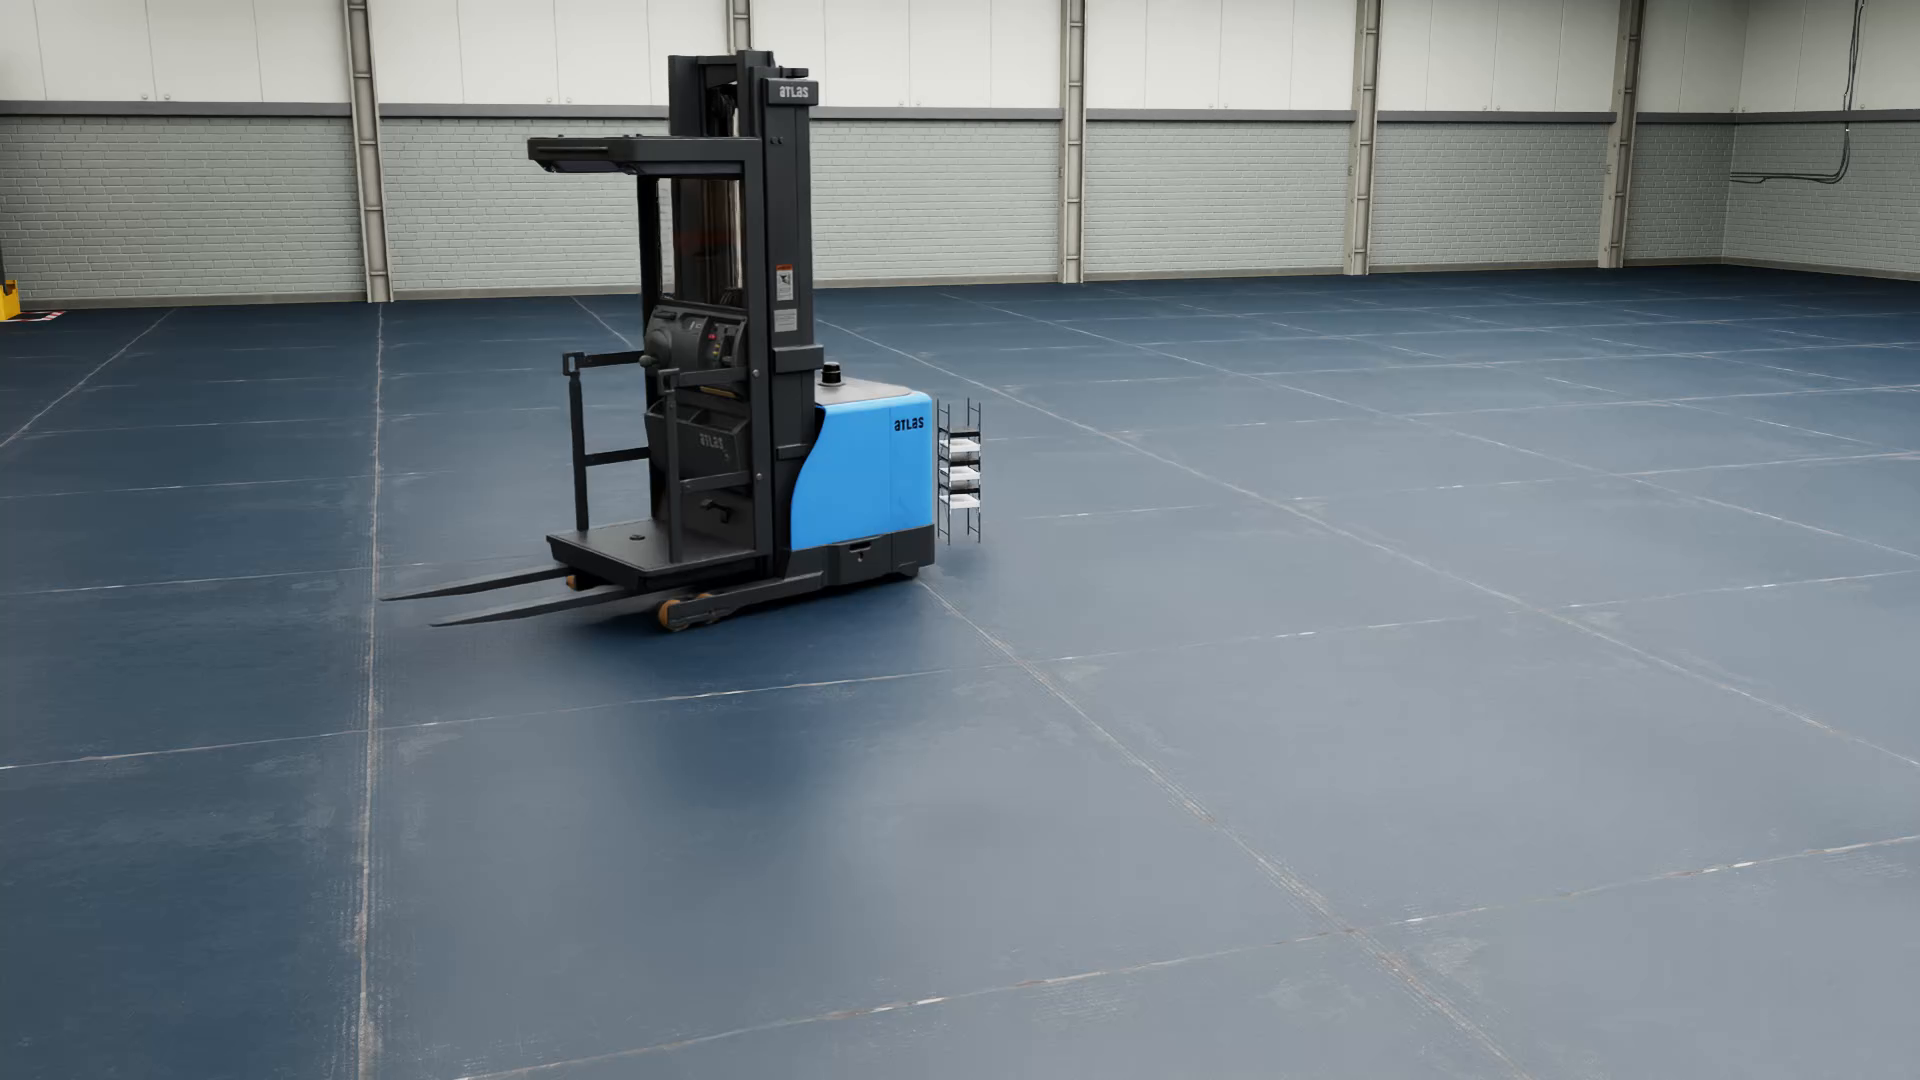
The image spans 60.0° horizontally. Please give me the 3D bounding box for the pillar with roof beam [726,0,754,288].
[{"bbox_3d":[-2.289,-7.729,23.691,0.400,9.000,9.100,-4,14,-18],"label":"pillar with roof beam"}]

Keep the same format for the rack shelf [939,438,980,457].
[{"bbox_3d":[-0.008,-0.580,10.502,0.200,0.077,0.258,-4,14,-18],"label":"rack shelf"}]

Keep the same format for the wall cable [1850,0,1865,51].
[{"bbox_3d":[17.474,-10.282,30.221,0.112,2.526,3.097,-4,14,-18],"label":"wall cable"}]

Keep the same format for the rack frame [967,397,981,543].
[{"bbox_3d":[0.089,-0.445,10.568,0.006,0.900,0.240,-4,14,-18],"label":"rack frame"}]

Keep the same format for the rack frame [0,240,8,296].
[{"bbox_3d":[-14.088,-4.723,24.016,0.127,3.000,1.000,-4,14,-18],"label":"rack frame"}]

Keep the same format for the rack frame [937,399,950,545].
[{"bbox_3d":[-0.104,-0.430,10.505,0.006,0.900,0.240,-4,14,-18],"label":"rack frame"}]

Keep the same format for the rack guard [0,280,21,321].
[{"bbox_3d":[-14.066,-3.509,24.313,0.348,0.500,1.175,-4,14,-18],"label":"rack guard"}]

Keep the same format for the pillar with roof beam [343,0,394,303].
[{"bbox_3d":[-7.976,-7.286,21.829,0.400,9.000,9.100,-4,14,-18],"label":"pillar with roof beam"}]

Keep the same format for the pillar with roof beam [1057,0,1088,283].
[{"bbox_3d":[3.397,-8.172,25.553,0.400,9.000,9.100,-4,14,-18],"label":"pillar with roof beam"}]

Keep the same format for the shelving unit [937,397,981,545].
[{"bbox_3d":[-0.008,-0.437,10.536,0.210,0.900,0.258,-4,14,-18],"label":"shelving unit"}]

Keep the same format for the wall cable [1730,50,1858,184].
[{"bbox_3d":[16.611,-8.419,33.300,0.112,2.526,3.097,-4,14,-18],"label":"wall cable"}]

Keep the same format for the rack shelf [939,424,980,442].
[{"bbox_3d":[-0.008,-0.667,10.481,0.200,0.077,0.258,-4,14,-18],"label":"rack shelf"}]

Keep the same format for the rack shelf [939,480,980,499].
[{"bbox_3d":[-0.008,-0.317,10.565,0.200,0.077,0.258,-4,14,-18],"label":"rack shelf"}]

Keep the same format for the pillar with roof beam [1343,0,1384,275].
[{"bbox_3d":[9.084,-8.615,27.414,0.400,9.000,9.100,-4,14,-18],"label":"pillar with roof beam"}]

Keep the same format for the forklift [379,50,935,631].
[{"bbox_3d":[-1.592,-1.087,8.878,3.031,2.935,1.130,-11,17,-39],"label":"forklift"}]

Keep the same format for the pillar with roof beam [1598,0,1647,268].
[{"bbox_3d":[14.771,-9.058,29.276,0.400,9.000,9.100,-4,14,-18],"label":"pillar with roof beam"}]

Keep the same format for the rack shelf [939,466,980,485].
[{"bbox_3d":[-0.008,-0.405,10.544,0.200,0.077,0.258,-4,14,-18],"label":"rack shelf"}]

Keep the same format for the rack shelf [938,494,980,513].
[{"bbox_3d":[-0.008,-0.230,10.586,0.200,0.077,0.258,-4,14,-18],"label":"rack shelf"}]

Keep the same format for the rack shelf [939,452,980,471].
[{"bbox_3d":[-0.008,-0.492,10.523,0.200,0.077,0.258,-4,14,-18],"label":"rack shelf"}]
